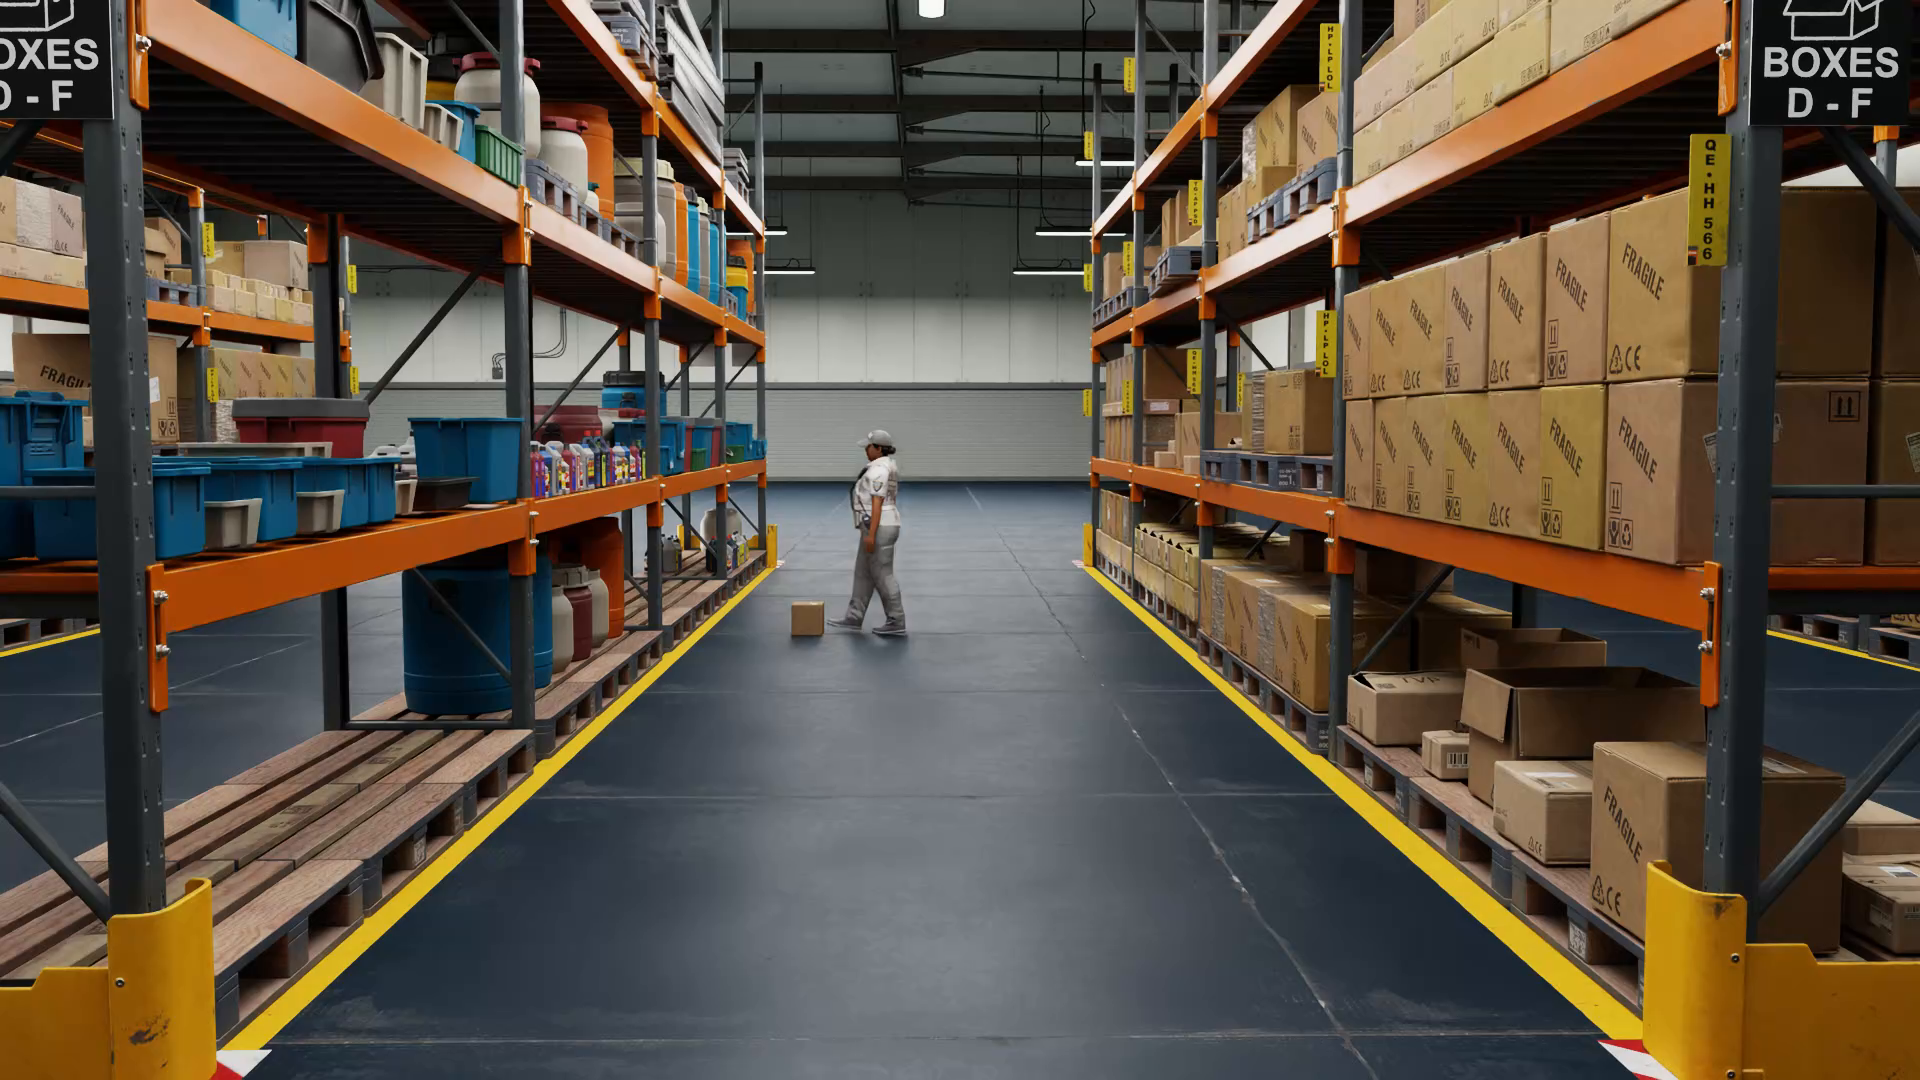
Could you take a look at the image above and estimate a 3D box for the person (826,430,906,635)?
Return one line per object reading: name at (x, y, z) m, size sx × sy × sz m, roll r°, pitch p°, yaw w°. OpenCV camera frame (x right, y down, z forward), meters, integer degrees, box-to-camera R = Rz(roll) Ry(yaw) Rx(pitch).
person at (-0.778, -0.066, 13.443) m, size 0.691 × 1.647 × 0.487 m, roll 1°, pitch 4°, yaw 8°
